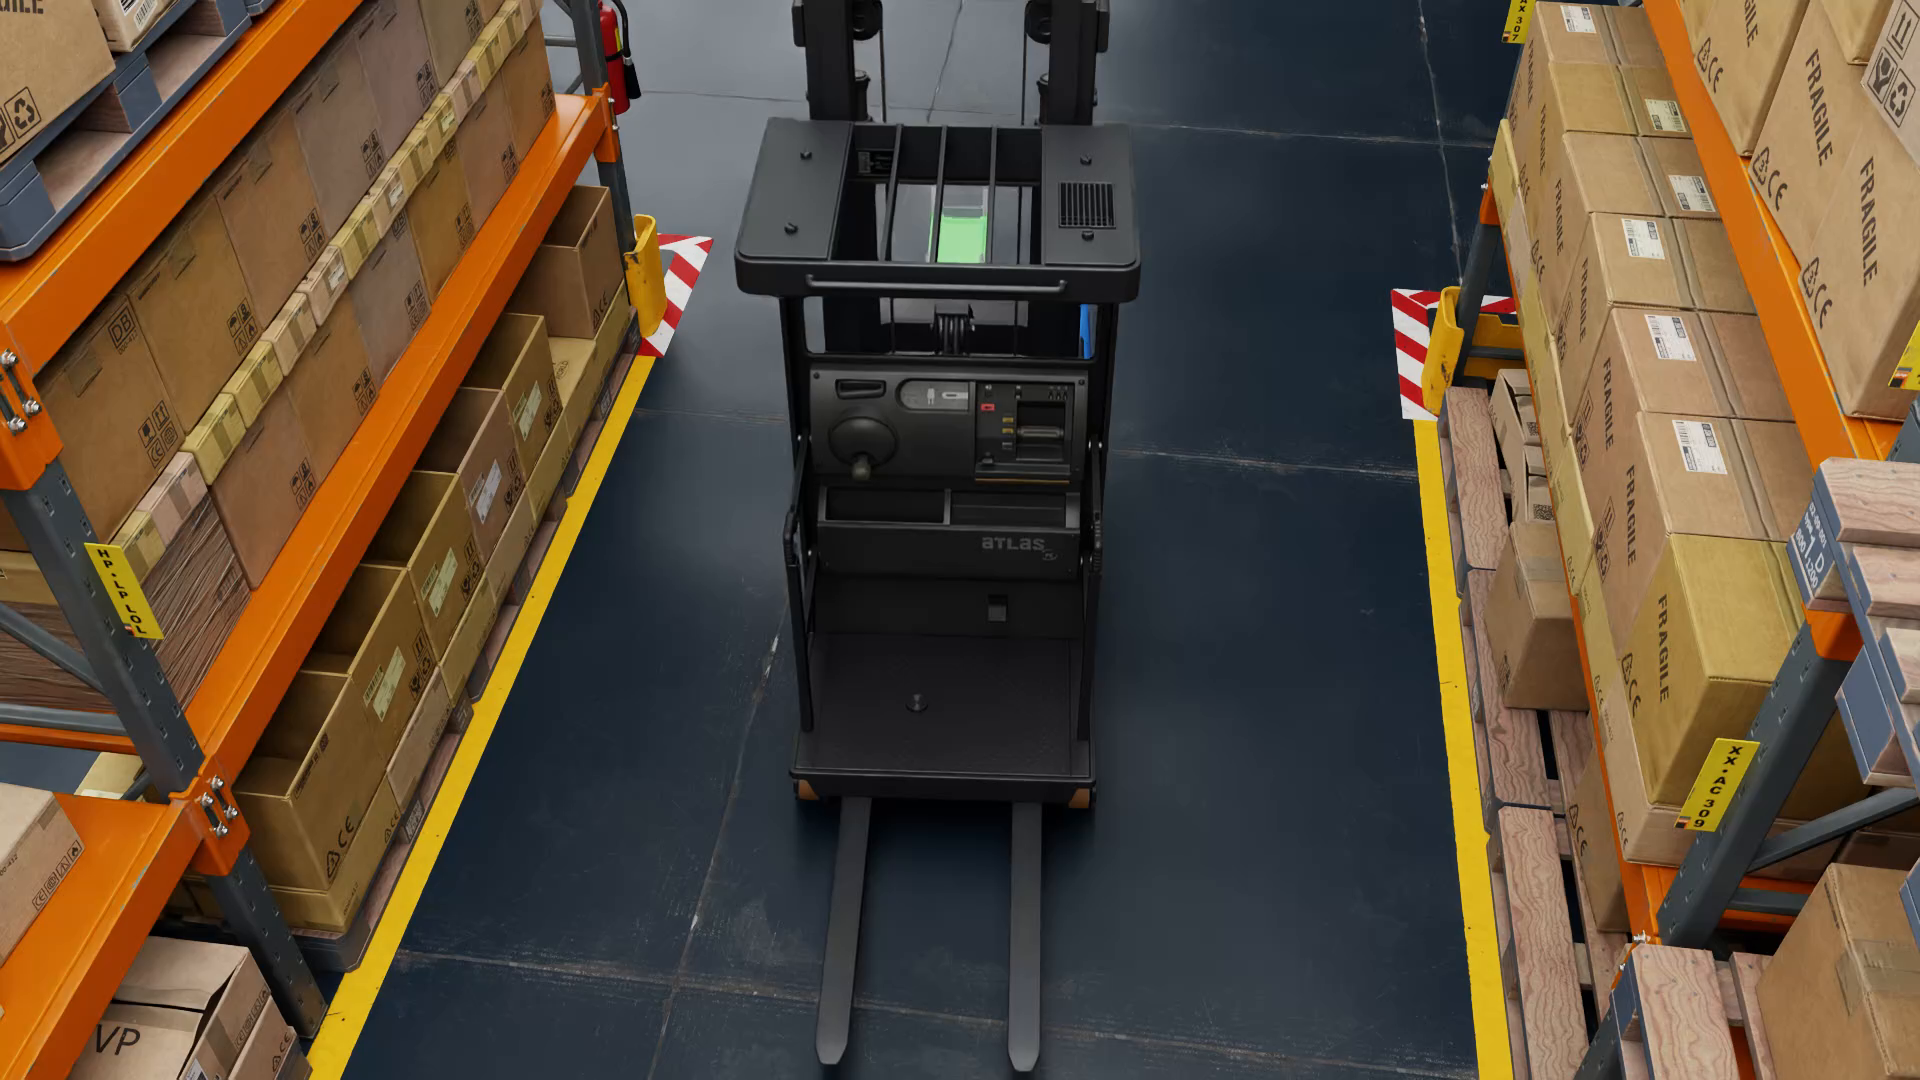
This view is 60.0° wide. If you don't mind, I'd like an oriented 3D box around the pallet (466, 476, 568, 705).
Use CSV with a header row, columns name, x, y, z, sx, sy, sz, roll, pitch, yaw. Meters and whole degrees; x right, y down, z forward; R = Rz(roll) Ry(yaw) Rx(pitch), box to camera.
name,x,y,z,sx,sy,sz,roll,pitch,yaw
pallet,-2.319,0.120,6.970,1.003,0.211,1.213,5,44,6

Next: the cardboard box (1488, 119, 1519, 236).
name,x,y,z,sx,sy,sz,roll,pitch,yaw
cardboard box,2.436,-1.448,6.692,0.500,0.250,0.500,4,44,4

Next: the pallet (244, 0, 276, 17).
name,x,y,z,sx,sy,sz,roll,pitch,yaw
pallet,-2.373,-1.990,5.053,1.003,0.211,1.213,5,44,6

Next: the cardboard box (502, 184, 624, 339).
name,x,y,z,sx,sy,sz,roll,pitch,yaw
cardboard box,-1.871,-1.281,7.570,0.500,0.500,0.500,5,44,6

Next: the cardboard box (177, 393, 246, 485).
name,x,y,z,sx,sy,sz,roll,pitch,yaw
cardboard box,-2.331,-0.305,4.846,0.380,0.149,0.250,4,44,4

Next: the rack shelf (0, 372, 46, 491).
name,x,y,z,sx,sy,sz,roll,pitch,yaw
rack shelf,-2.888,1.014,2.339,1.077,0.370,4.000,5,44,6

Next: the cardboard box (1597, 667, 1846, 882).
name,x,y,z,sx,sy,sz,roll,pitch,yaw
cardboard box,2.049,0.624,4.504,0.500,0.250,0.500,5,44,6

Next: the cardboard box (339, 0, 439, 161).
name,x,y,z,sx,sy,sz,roll,pitch,yaw
cardboard box,-2.307,-1.699,5.846,0.700,0.500,0.500,5,44,6

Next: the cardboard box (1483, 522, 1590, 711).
name,x,y,z,sx,sy,sz,roll,pitch,yaw
cardboard box,2.413,0.296,6.254,0.700,0.500,0.500,3,44,3

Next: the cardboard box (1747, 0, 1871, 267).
name,x,y,z,sx,sy,sz,roll,pitch,yaw
cardboard box,2.188,-0.916,3.767,0.500,0.500,0.500,2,43,2

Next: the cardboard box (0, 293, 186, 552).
name,x,y,z,sx,sy,sz,roll,pitch,yaw
cardboard box,-2.572,-0.331,4.402,0.700,0.500,0.500,5,44,6

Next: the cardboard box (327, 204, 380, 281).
name,x,y,z,sx,sy,sz,roll,pitch,yaw
cardboard box,-2.195,-1.014,5.595,0.380,0.149,0.250,5,44,5

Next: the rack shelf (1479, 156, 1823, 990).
name,x,y,z,sx,sy,sz,roll,pitch,yaw
rack shelf,2.551,-0.175,5.776,1.077,0.370,4.000,5,44,6

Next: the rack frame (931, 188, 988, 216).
name,x,y,z,sx,sy,sz,roll,pitch,yaw
rack frame,-0.001,-1.059,7.496,0.240,1.200,0.015,2,43,2

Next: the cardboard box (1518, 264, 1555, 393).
name,x,y,z,sx,sy,sz,roll,pitch,yaw
cardboard box,2.309,-0.746,5.951,0.500,0.250,0.500,5,44,5

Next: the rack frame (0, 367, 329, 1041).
name,x,y,z,sx,sy,sz,roll,pitch,yaw
rack frame,-2.624,0.479,4.562,1.000,3.000,0.127,5,44,6

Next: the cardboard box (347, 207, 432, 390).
name,x,y,z,sx,sy,sz,roll,pitch,yaw
cardboard box,-2.372,-0.911,5.957,0.700,0.500,0.500,6,44,7

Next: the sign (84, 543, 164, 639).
name,x,y,z,sx,sy,sz,roll,pitch,yaw
sign,-2.085,0.130,4.146,0.100,0.325,0.005,5,44,6

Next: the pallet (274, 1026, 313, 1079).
name,x,y,z,sx,sy,sz,roll,pitch,yaw
pallet,-2.683,1.998,4.987,1.003,0.211,1.213,5,44,6

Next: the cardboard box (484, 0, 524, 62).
name,x,y,z,sx,sy,sz,roll,pitch,yaw
cardboard box,-1.990,-2.062,6.702,0.380,0.149,0.250,6,44,7

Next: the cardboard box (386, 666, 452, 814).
name,x,y,z,sx,sy,sz,roll,pitch,yaw
cardboard box,-2.191,0.697,6.027,0.500,0.250,0.500,5,44,6

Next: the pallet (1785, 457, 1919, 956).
name,x,y,z,sx,sy,sz,roll,pitch,yaw
pallet,2.100,0.317,2.688,1.213,0.211,1.003,5,44,6

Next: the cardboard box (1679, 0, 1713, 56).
name,x,y,z,sx,sy,sz,roll,pitch,yaw
cardboard box,2.303,-1.643,4.534,0.500,0.500,0.500,8,44,8

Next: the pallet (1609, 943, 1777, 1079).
name,x,y,z,sx,sy,sz,roll,pitch,yaw
pallet,2.041,1.504,3.619,1.003,0.211,1.213,5,44,6

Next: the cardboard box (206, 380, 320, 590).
name,x,y,z,sx,sy,sz,roll,pitch,yaw
cardboard box,-2.508,-0.220,5.228,0.700,0.500,0.500,5,44,5

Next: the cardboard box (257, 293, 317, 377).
name,x,y,z,sx,sy,sz,roll,pitch,yaw
cardboard box,-2.263,-0.654,5.215,0.380,0.149,0.250,4,44,4

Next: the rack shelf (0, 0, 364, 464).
name,x,y,z,sx,sy,sz,roll,pitch,yaw
rack shelf,-2.360,-1.712,5.218,1.077,0.370,4.000,5,44,6

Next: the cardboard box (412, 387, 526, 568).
name,x,y,z,sx,sy,sz,roll,pitch,yaw
cardboard box,-2.056,-0.257,6.489,0.500,0.500,0.500,5,44,6

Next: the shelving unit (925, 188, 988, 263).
name,x,y,z,sx,sy,sz,roll,pitch,yaw
shelving unit,-0.011,-0.891,7.319,0.258,1.200,0.503,2,43,2

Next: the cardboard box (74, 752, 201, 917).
name,x,y,z,sx,sy,sz,roll,pitch,yaw
cardboard box,-2.779,0.989,5.718,0.500,0.250,0.500,5,44,6

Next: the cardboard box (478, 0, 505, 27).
name,x,y,z,sx,sy,sz,roll,pitch,yaw
cardboard box,-2.177,-2.401,6.588,0.700,0.500,0.500,5,44,6

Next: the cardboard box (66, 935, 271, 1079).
name,x,y,z,sx,sy,sz,roll,pitch,yaw
cardboard box,-2.393,1.424,4.851,0.500,0.311,0.500,5,44,6

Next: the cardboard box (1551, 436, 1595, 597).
name,x,y,z,sx,sy,sz,roll,pitch,yaw
cardboard box,2.174,-0.059,5.225,0.500,0.250,0.500,5,44,5

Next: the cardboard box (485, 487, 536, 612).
name,x,y,z,sx,sy,sz,roll,pitch,yaw
cardboard box,-2.060,0.015,6.747,0.500,0.250,0.500,5,44,6

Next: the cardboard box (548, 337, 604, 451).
name,x,y,z,sx,sy,sz,roll,pitch,yaw
cardboard box,-1.927,-0.667,7.467,0.500,0.250,0.500,5,44,6

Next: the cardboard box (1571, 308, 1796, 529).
name,x,y,z,sx,sy,sz,roll,pitch,yaw
cardboard box,2.180,-0.331,4.967,0.500,0.500,0.500,4,44,4

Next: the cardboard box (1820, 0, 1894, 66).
name,x,y,z,sx,sy,sz,roll,pitch,yaw
cardboard box,2.147,-1.311,3.457,0.500,0.500,0.500,7,44,8

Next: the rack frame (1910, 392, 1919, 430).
name,x,y,z,sx,sy,sz,roll,pitch,yaw
rack frame,2.287,-1.251,2.027,1.000,3.000,0.127,5,44,6

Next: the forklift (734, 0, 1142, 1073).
name,x,y,z,sx,sy,sz,roll,pitch,yaw
forklift,-0.045,-0.296,5.431,1.130,2.935,3.031,2,43,2

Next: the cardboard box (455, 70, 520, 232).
name,x,y,z,sx,sy,sz,roll,pitch,yaw
cardboard box,-2.234,-1.608,6.694,0.700,0.500,0.500,6,44,7

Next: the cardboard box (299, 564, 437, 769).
name,x,y,z,sx,sy,sz,roll,pitch,yaw
cardboard box,-2.194,0.424,5.770,0.500,0.500,0.500,5,44,6

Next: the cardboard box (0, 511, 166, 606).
name,x,y,z,sx,sy,sz,roll,pitch,yaw
cardboard box,-2.396,0.042,4.480,0.380,0.149,0.250,5,44,5

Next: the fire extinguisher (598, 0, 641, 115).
name,x,y,z,sx,sy,sz,roll,pitch,yaw
fire extinguisher,-1.619,-2.257,7.508,0.296,0.674,0.183,5,44,6

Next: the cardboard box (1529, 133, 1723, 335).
name,x,y,z,sx,sy,sz,roll,pitch,yaw
cardboard box,2.305,-1.039,5.714,0.500,0.500,0.500,4,44,4

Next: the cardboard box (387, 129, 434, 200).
name,x,y,z,sx,sy,sz,roll,pitch,yaw
cardboard box,-2.127,-1.358,5.958,0.380,0.149,0.250,6,44,7

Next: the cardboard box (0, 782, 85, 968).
name,x,y,z,sx,sy,sz,roll,pitch,yaw
cardboard box,-2.646,0.873,4.255,0.500,0.250,0.500,8,44,8

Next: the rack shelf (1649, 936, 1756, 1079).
name,x,y,z,sx,sy,sz,roll,pitch,yaw
rack shelf,2.022,2.551,2.897,1.077,0.370,4.000,5,44,6

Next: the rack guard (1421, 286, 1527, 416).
name,x,y,z,sx,sy,sz,roll,pitch,yaw
rack guard,2.805,-0.840,7.773,1.175,0.500,0.348,5,44,6

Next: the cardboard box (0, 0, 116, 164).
name,x,y,z,sx,sy,sz,roll,pitch,yaw
cardboard box,-2.296,-1.169,3.641,0.500,0.500,0.500,9,44,9

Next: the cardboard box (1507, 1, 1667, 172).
name,x,y,z,sx,sy,sz,roll,pitch,yaw
cardboard box,2.454,-1.726,6.440,0.500,0.500,0.500,5,44,6

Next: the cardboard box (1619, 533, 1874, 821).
name,x,y,z,sx,sy,sz,roll,pitch,yaw
cardboard box,2.043,0.352,4.246,0.500,0.500,0.500,5,44,5

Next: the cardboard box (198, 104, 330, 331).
name,x,y,z,sx,sy,sz,roll,pitch,yaw
cardboard box,-2.439,-1.017,5.126,0.700,0.500,0.500,5,44,5

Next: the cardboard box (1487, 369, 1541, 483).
name,x,y,z,sx,sy,sz,roll,pitch,yaw
cardboard box,2.635,-0.519,7.252,0.500,0.311,0.500,1,43,1

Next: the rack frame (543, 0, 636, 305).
name,x,y,z,sx,sy,sz,roll,pitch,yaw
rack frame,-2.095,-2.247,7.441,1.000,3.000,0.127,5,44,6

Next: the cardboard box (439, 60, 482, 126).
name,x,y,z,sx,sy,sz,roll,pitch,yaw
cardboard box,-2.059,-1.717,6.337,0.380,0.149,0.250,6,44,6

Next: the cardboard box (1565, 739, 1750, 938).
name,x,y,z,sx,sy,sz,roll,pitch,yaw
cardboard box,2.384,0.964,5.548,0.500,0.500,0.500,2,43,2

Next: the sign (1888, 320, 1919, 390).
name,x,y,z,sx,sy,sz,roll,pitch,yaw
sign,1.748,-0.394,2.927,0.100,0.325,0.005,5,44,6
